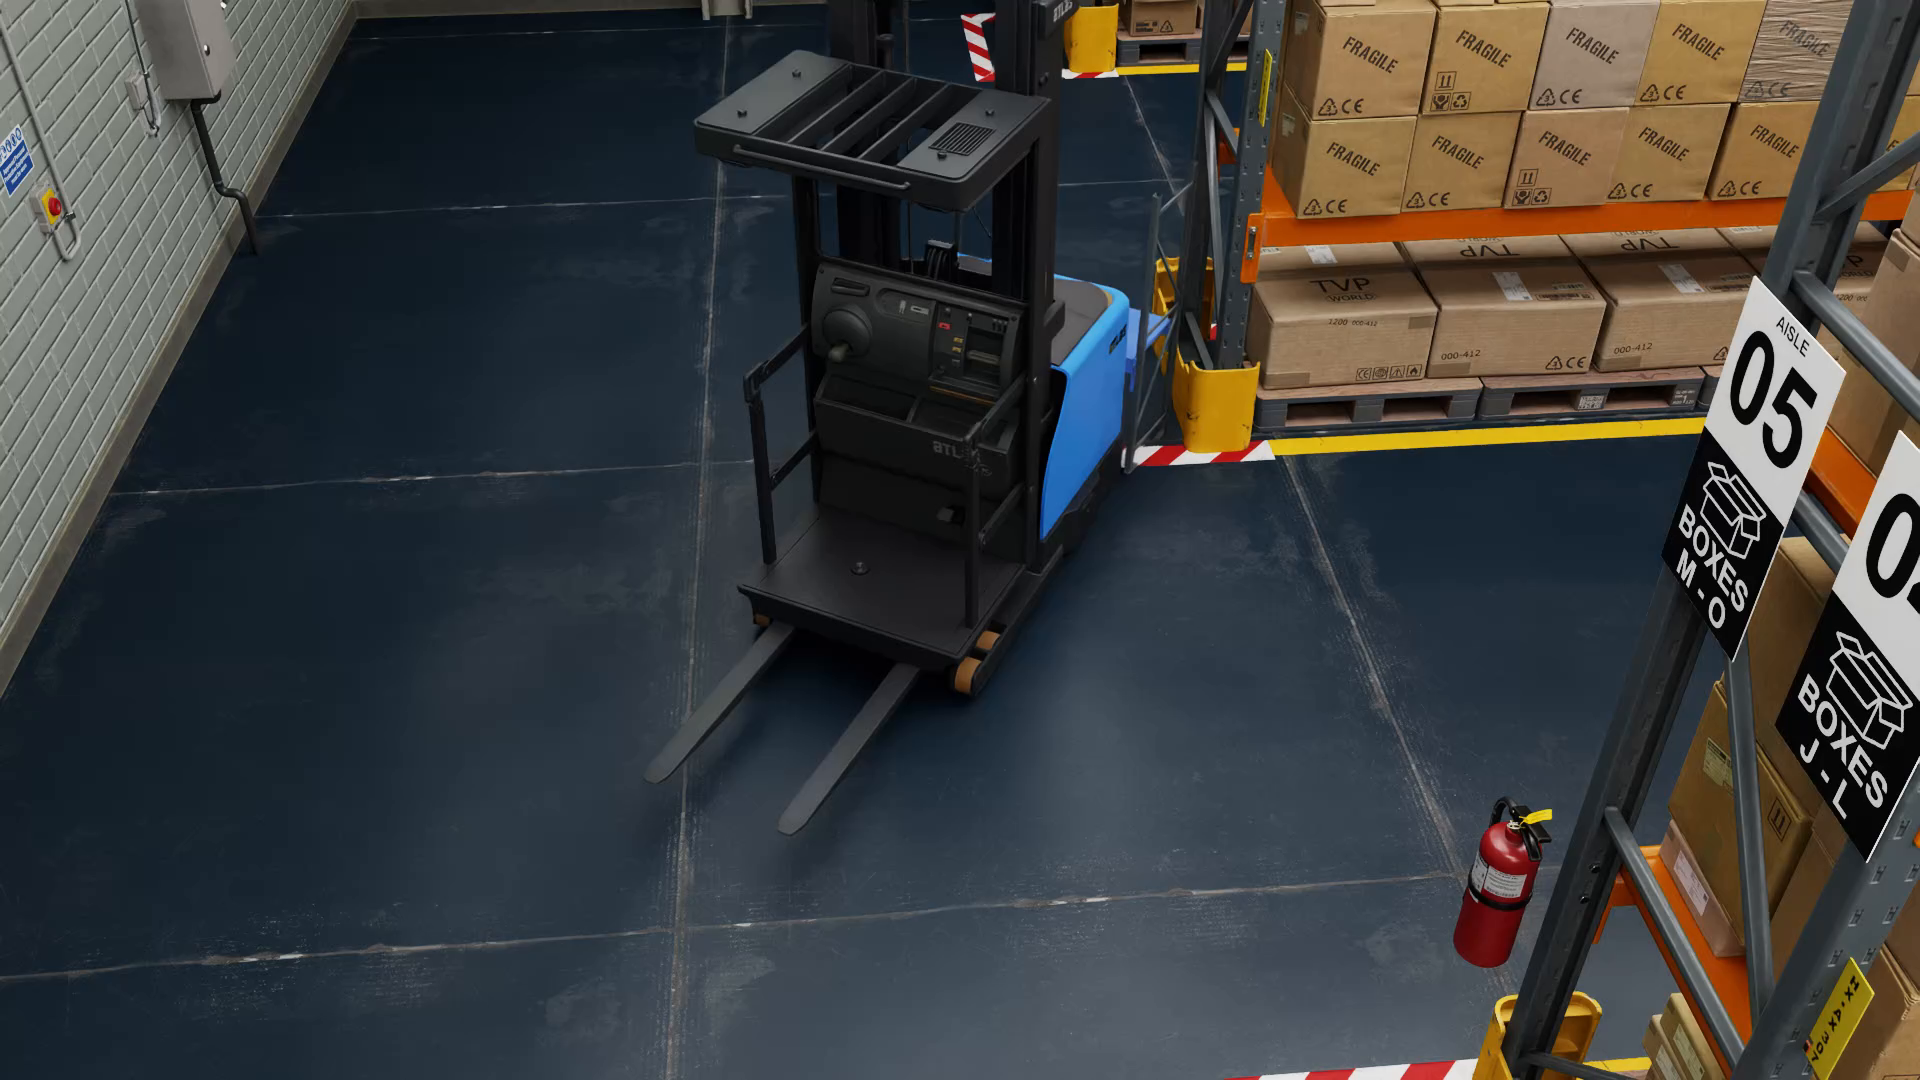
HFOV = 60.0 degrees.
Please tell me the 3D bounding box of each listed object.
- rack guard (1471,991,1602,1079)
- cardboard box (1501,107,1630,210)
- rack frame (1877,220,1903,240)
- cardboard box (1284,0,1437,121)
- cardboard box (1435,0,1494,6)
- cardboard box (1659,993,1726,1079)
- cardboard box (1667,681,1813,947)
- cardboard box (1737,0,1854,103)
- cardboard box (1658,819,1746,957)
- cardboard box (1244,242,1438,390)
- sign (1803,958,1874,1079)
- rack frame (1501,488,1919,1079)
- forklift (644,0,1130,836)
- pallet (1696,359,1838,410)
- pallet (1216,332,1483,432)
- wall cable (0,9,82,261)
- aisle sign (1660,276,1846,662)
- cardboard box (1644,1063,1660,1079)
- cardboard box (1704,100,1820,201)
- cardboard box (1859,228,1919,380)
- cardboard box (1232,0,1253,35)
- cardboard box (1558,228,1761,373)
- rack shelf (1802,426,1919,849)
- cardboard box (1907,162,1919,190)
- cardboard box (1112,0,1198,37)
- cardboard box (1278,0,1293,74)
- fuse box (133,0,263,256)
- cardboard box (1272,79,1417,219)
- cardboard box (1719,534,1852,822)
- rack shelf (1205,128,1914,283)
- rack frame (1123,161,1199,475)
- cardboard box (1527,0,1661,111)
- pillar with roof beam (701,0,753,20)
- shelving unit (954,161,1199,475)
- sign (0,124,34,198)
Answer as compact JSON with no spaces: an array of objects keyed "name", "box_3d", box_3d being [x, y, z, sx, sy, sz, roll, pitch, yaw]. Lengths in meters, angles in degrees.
[{"name":"rack guard","box_3d":[1.938,2.030,5.096,0.348,0.500,1.175,-3,38,-4]},{"name":"cardboard box","box_3d":[2.836,-1.946,8.036,0.500,0.500,0.500,-3,38,-4]},{"name":"rack frame","box_3d":[5.307,-2.215,8.458,0.127,3.000,1.000,-3,38,-4]},{"name":"cardboard box","box_3d":[1.826,-2.278,7.650,0.500,0.500,0.500,-4,38,-5]},{"name":"cardboard box","box_3d":[2.225,-2.533,7.449,0.250,0.149,0.380,-2,38,-3]},{"name":"cardboard box","box_3d":[2.367,1.588,5.120,0.250,0.149,0.380,-3,38,-3]},{"name":"cardboard box","box_3d":[2.287,0.713,4.426,0.500,0.500,0.500,-2,38,-3]},{"name":"cardboard box","box_3d":[3.849,-2.394,7.797,0.500,0.500,0.500,-3,38,-3]},{"name":"cardboard box","box_3d":[2.162,0.959,4.638,0.250,0.149,0.380,-3,38,-4]},{"name":"cardboard box","box_3d":[1.971,-1.253,8.968,0.875,0.438,0.875,-4,38,-6]},{"name":"sign","box_3d":[1.910,1.048,3.624,0.005,0.325,0.100,-3,38,-4]},{"name":"rack frame","box_3d":[1.862,1.053,4.316,0.127,3.000,1.000,-3,38,-4]},{"name":"forklift","box_3d":[-0.282,-0.790,6.707,1.130,2.935,3.031,17,41,20]},{"name":"pallet","box_3d":[4.543,-1.127,9.330,1.213,0.211,1.003,-3,38,-4]},{"name":"pallet","box_3d":[2.112,-0.993,9.160,1.213,0.211,1.003,-3,38,-4]},{"name":"wall cable","box_3d":[-4.292,-2.083,7.445,0.123,1.953,0.585,-3,38,-4]},{"name":"aisle sign","box_3d":[1.763,-0.149,3.740,0.004,0.787,0.394,-3,38,-4]},{"name":"cardboard box","box_3d":[2.368,1.850,5.269,0.250,0.149,0.380,-3,38,-3]},{"name":"cardboard box","box_3d":[3.856,-2.003,8.108,0.500,0.500,0.500,-4,38,-5]},{"name":"cardboard box","box_3d":[2.298,-0.444,3.510,0.500,0.250,0.500,-4,38,-5]},{"name":"cardboard box","box_3d":[2.352,-4.240,12.703,0.500,0.500,0.700,-2,38,-2]},{"name":"cardboard box","box_3d":[3.780,-1.357,9.099,0.875,0.438,0.875,-4,38,-5]},{"name":"rack shelf","box_3d":[3.854,0.048,3.749,4.000,0.370,1.077,-3,38,-4]},{"name":"cardboard box","box_3d":[4.868,-2.071,8.195,0.500,0.500,0.500,-3,38,-4]},{"name":"cardboard box","box_3d":[1.497,-4.218,12.673,0.637,0.503,0.797,-5,39,-6]},{"name":"cardboard box","box_3d":[1.782,-2.601,8.059,0.500,0.500,0.500,-2,38,-2]},{"name":"fuse box","box_3d":[-4.333,-2.470,9.821,0.414,1.711,0.539,-3,38,-4]},{"name":"cardboard box","box_3d":[1.826,-1.884,7.958,0.500,0.500,0.500,-3,38,-4]},{"name":"cardboard box","box_3d":[2.296,0.326,4.110,0.500,0.500,0.500,-4,38,-5]},{"name":"rack shelf","box_3d":[3.315,-1.823,8.542,4.000,0.370,1.077,-3,38,-4]},{"name":"rack frame","box_3d":[0.987,-1.072,8.194,0.032,1.500,0.500,19,38,22]},{"name":"cardboard box","box_3d":[2.852,-2.344,7.733,0.500,0.500,0.500,-3,38,-4]},{"name":"pillar with roof beam","box_3d":[-1.505,-5.165,7.354,0.400,9.000,9.100,-3,38,-4]},{"name":"shelving unit","box_3d":[0.541,-1.224,8.386,1.048,1.500,0.538,19,38,22]},{"name":"sign","box_3d":[-4.348,-1.745,7.644,0.001,0.218,0.327,-3,38,-4]}]
